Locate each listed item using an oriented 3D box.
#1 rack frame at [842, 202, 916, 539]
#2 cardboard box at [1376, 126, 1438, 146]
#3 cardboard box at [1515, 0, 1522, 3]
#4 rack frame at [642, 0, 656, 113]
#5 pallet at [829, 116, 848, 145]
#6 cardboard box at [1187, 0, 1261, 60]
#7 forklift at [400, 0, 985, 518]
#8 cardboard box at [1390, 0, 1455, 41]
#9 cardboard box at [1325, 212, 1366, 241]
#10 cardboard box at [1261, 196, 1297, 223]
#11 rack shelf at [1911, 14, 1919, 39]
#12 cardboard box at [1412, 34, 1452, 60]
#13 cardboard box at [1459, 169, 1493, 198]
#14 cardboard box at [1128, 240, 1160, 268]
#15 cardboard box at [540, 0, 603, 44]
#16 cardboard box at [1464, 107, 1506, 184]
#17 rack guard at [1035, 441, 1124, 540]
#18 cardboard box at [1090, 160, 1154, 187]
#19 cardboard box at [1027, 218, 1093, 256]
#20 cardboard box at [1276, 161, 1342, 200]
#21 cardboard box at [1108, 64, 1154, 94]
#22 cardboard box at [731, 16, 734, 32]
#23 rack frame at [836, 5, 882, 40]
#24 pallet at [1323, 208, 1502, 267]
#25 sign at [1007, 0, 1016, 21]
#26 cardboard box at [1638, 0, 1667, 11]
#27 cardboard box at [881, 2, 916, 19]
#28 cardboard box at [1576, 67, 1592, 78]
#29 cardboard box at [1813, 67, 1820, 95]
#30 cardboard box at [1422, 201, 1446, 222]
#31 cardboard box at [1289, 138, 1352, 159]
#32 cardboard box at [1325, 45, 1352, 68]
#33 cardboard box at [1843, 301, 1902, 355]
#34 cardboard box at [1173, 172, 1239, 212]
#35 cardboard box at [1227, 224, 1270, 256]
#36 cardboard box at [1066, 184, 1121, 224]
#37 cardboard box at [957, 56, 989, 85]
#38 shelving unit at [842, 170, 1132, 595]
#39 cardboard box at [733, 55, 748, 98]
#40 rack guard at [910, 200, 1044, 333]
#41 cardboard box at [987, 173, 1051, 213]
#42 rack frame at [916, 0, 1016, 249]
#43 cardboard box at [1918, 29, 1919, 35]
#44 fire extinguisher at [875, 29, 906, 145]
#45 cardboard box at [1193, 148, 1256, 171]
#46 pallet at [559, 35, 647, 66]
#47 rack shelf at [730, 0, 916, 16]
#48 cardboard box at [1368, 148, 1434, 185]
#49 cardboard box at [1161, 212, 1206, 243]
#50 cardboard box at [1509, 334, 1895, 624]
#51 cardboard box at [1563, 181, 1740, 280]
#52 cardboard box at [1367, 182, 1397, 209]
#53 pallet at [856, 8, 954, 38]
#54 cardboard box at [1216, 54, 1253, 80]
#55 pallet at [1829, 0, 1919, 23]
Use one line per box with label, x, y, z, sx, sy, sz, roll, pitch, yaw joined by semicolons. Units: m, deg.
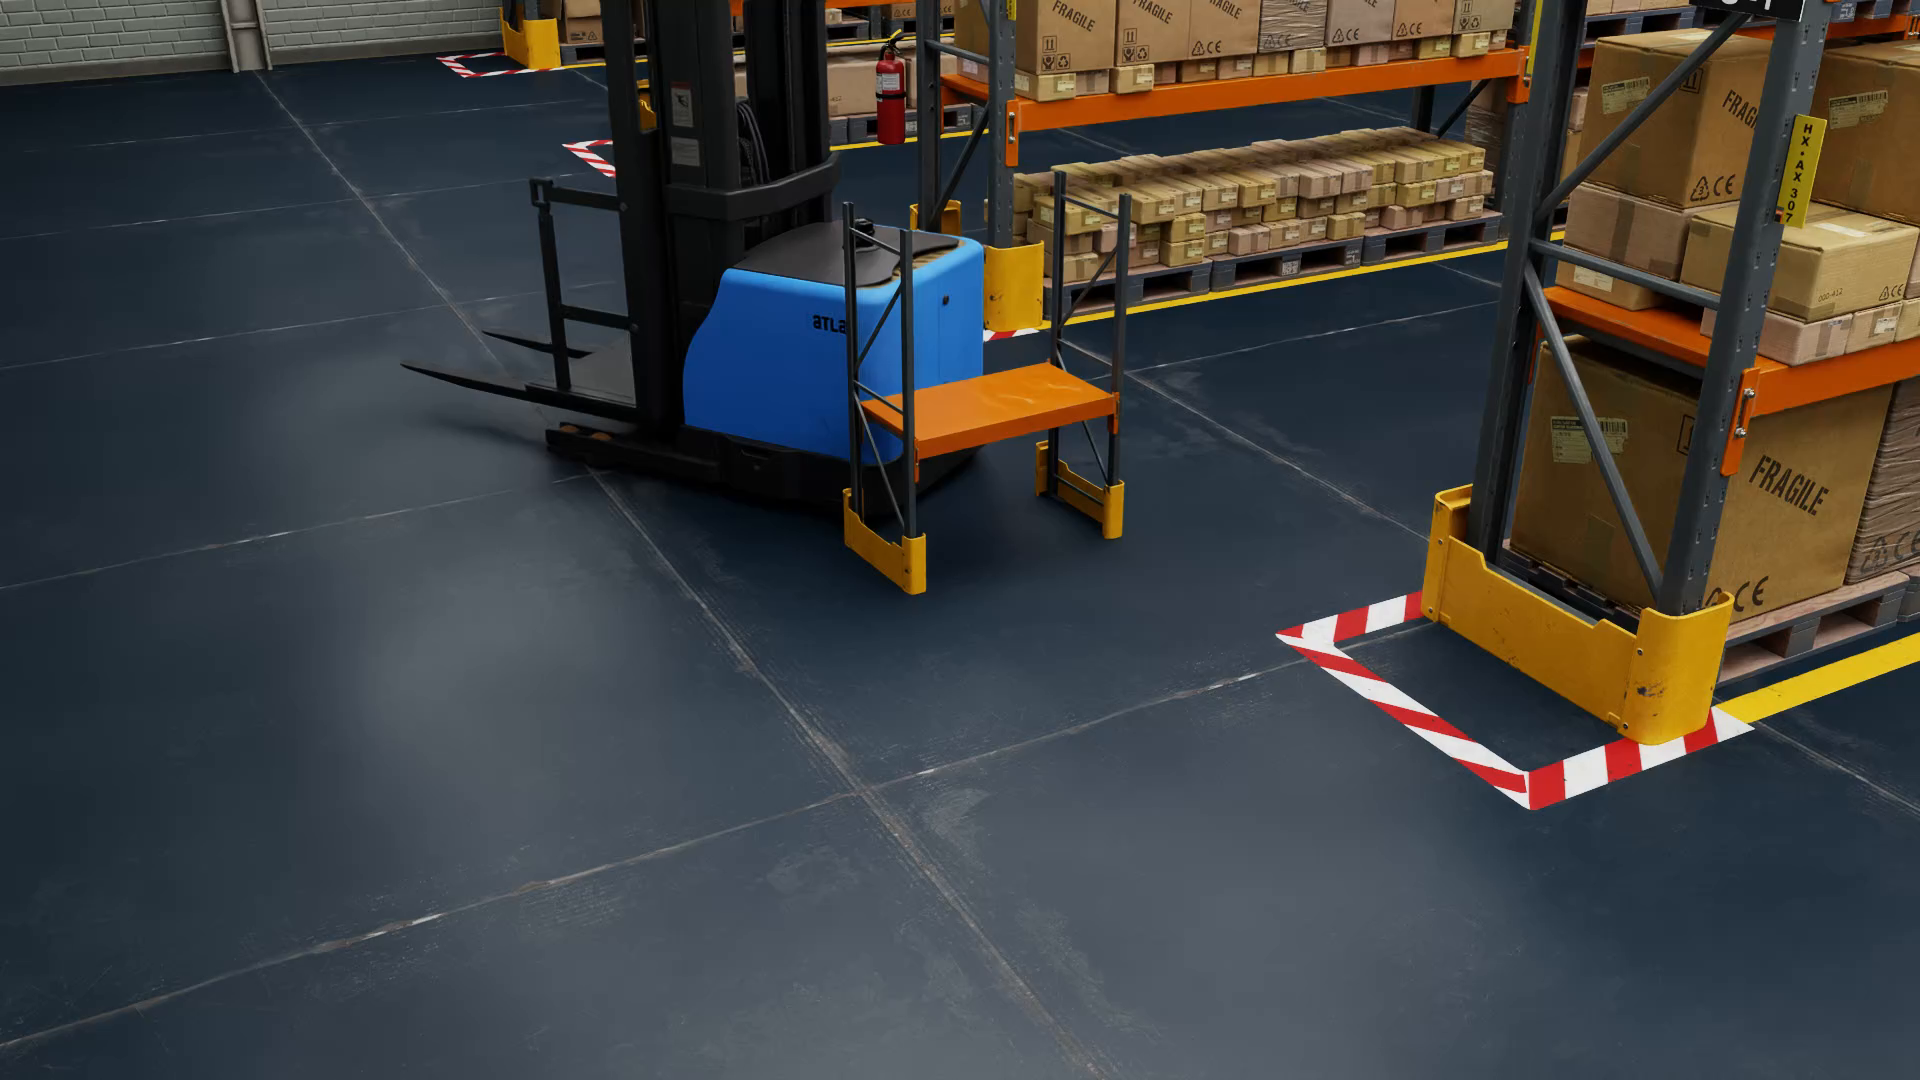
rack frame;-0.321;-0.566;6.695;0.032;1.500;0.500;-15;29;-28
cardboard box;3.150;-2.803;11.744;0.250;0.149;0.380;-12;28;-23
cardboard box;3.808;-3.854;11.617;0.250;0.149;0.380;-14;29;-26
rack frame;-2.397;-4.677;13.525;0.127;3.000;1.000;-13;29;-25
pallet;-1.728;-3.613;14.530;1.213;0.211;1.003;-13;29;-25
cardboard box;1.446;-3.186;9.961;0.500;0.500;0.500;-13;28;-24
forklift;-1.421;-1.856;7.730;3.031;2.935;1.130;13;29;25
cardboard box;2.799;-3.489;10.592;0.500;0.500;0.500;-14;29;-26
cardboard box;2.452;-2.105;10.977;0.250;0.149;0.380;-13;29;-25
cardboard box;1.977;-2.195;10.822;0.250;0.149;0.380;-12;28;-23
rack shelf;8.845;-4.519;14.029;4.000;0.370;1.077;-13;29;-25
cardboard box;2.969;-3.235;10.813;0.250;0.149;0.380;-12;28;-23
cardboard box;3.423;-2.474;11.403;0.250;0.149;0.380;-12;28;-24
cardboard box;1.043;-1.833;10.412;0.250;0.149;0.380;-13;28;-25
cardboard box;-4.151;-5.724;18.106;0.637;0.503;0.797;-14;29;-27
cardboard box;4.086;-2.931;12.292;0.500;0.500;0.500;-14;29;-26
rack guard;0.528;-0.229;7.437;0.087;0.250;0.587;-15;29;-28
cardboard box;1.045;-2.343;10.786;0.250;0.149;0.380;-14;29;-27
cardboard box;0.605;-1.854;10.111;0.250;0.149;0.380;-12;28;-23
cardboard box;2.243;-2.328;10.755;0.250;0.149;0.380;-14;29;-27
cardboard box;0.929;-2.737;9.774;0.250;0.149;0.380;-14;29;-27
cardboard box;-2.865;-5.951;18.583;0.500;0.500;0.500;-12;28;-24
rack frame;-1.206;-7.387;19.169;0.127;3.000;1.000;-13;29;-25
pallet;2.975;-2.214;11.618;1.213;0.211;1.003;-13;29;-25
sign;0.277;-2.990;9.012;0.005;0.325;0.100;-13;29;-25
cardboard box;4.580;-3.710;11.318;0.250;0.149;0.380;-13;28;-25
cardboard box;-0.674;-6.462;19.645;0.500;0.500;0.500;-12;28;-23
cardboard box;4.549;-3.370;12.340;0.500;0.250;0.500;-12;28;-23
cardboard box;6.160;-3.490;12.591;0.500;0.250;0.500;-13;28;-24
cardboard box;3.097;-2.295;11.373;0.250;0.149;0.380;-12;28;-24
cardboard box;2.459;-2.637;11.399;0.250;0.149;0.380;-14;29;-26
cardboard box;2.255;-3.094;10.519;0.250;0.149;0.380;-13;29;-26
cardboard box;2.961;-0.778;5.695;0.250;0.149;0.380;-13;29;-26
cardboard box;1.542;-2.196;10.479;0.250;0.149;0.380;-12;28;-23
cardboard box;1.761;-1.949;10.653;0.250;0.149;0.380;-15;29;-28
cardboard box;0.831;-2.058;10.193;0.250;0.149;0.380;-12;28;-24
cardboard box;0.176;-2.868;10.048;0.250;0.149;0.380;-13;29;-25
shelving unit;0.104;-0.679;6.931;1.083;1.500;0.587;-15;29;-28
cardboard box;-1.861;-3.884;14.349;0.875;0.438;0.875;-14;29;-27
rack guard;0.089;-1.696;10.204;0.348;0.500;1.175;-13;29;-25
cardboard box;0.370;-2.184;10.454;0.250;0.149;0.380;-13;28;-25
rack frame;0.022;-2.807;9.631;0.127;3.000;1.000;-13;29;-25
cardboard box;8.430;-3.881;13.981;0.750;0.750;1.050;-13;28;-24
fire extinguisher;-0.418;-2.729;9.989;0.183;0.674;0.296;-13;29;-25
cardboard box;1.759;-2.495;11.101;0.250;0.149;0.380;-13;28;-25
pallet;-3.966;-5.493;18.447;1.213;0.211;1.003;-13;29;-25
rack shelf;-0.632;-4.760;14.530;4.000;0.370;1.077;-13;29;-25
cardboard box;2.937;-2.502;11.116;0.250;0.149;0.380;-13;29;-26
cardboard box;1.325;-1.983;10.379;0.250;0.149;0.380;-12;28;-24
cardboard box;2.794;-0.285;6.347;0.875;0.875;0.875;-13;29;-25
cardboard box;2.569;-1.159;6.027;0.500;0.250;0.500;-13;29;-26
cardboard box;2.694;-2.340;11.122;0.250;0.149;0.380;-13;28;-25
pallet;-0.506;-6.309;20.148;1.213;0.211;1.003;-13;29;-25
cardboard box;1.576;-2.927;10.171;0.250;0.149;0.380;-14;29;-26
pallet;6.502;-4.164;12.679;1.003;0.211;1.213;-13;29;-25
